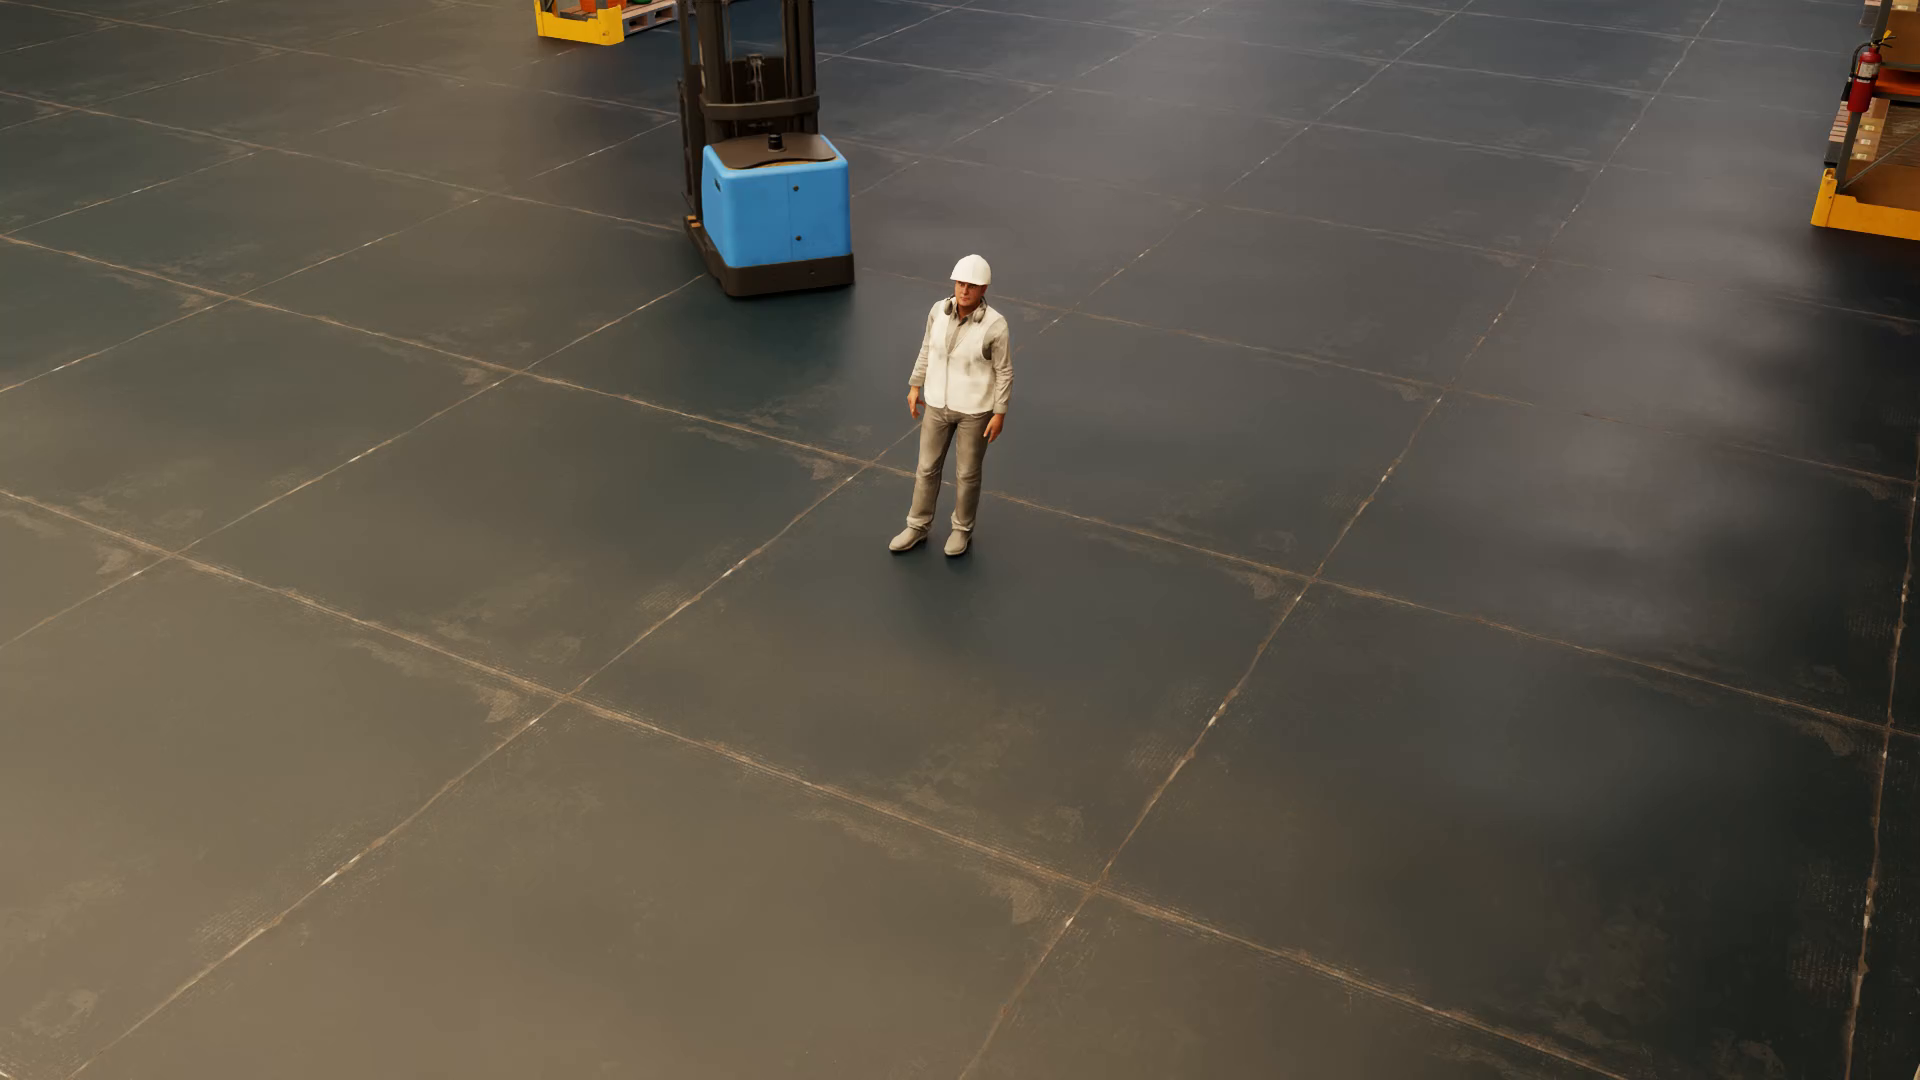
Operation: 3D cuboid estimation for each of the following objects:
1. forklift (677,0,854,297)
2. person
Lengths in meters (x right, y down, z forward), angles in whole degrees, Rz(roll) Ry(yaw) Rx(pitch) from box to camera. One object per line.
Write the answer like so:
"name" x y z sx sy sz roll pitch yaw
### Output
"forklift" -1.805 -3.927 13.876 1.130 2.935 3.031 -9 31 -16
"person" -0.037 -0.749 9.511 0.634 1.775 0.566 15 33 25
